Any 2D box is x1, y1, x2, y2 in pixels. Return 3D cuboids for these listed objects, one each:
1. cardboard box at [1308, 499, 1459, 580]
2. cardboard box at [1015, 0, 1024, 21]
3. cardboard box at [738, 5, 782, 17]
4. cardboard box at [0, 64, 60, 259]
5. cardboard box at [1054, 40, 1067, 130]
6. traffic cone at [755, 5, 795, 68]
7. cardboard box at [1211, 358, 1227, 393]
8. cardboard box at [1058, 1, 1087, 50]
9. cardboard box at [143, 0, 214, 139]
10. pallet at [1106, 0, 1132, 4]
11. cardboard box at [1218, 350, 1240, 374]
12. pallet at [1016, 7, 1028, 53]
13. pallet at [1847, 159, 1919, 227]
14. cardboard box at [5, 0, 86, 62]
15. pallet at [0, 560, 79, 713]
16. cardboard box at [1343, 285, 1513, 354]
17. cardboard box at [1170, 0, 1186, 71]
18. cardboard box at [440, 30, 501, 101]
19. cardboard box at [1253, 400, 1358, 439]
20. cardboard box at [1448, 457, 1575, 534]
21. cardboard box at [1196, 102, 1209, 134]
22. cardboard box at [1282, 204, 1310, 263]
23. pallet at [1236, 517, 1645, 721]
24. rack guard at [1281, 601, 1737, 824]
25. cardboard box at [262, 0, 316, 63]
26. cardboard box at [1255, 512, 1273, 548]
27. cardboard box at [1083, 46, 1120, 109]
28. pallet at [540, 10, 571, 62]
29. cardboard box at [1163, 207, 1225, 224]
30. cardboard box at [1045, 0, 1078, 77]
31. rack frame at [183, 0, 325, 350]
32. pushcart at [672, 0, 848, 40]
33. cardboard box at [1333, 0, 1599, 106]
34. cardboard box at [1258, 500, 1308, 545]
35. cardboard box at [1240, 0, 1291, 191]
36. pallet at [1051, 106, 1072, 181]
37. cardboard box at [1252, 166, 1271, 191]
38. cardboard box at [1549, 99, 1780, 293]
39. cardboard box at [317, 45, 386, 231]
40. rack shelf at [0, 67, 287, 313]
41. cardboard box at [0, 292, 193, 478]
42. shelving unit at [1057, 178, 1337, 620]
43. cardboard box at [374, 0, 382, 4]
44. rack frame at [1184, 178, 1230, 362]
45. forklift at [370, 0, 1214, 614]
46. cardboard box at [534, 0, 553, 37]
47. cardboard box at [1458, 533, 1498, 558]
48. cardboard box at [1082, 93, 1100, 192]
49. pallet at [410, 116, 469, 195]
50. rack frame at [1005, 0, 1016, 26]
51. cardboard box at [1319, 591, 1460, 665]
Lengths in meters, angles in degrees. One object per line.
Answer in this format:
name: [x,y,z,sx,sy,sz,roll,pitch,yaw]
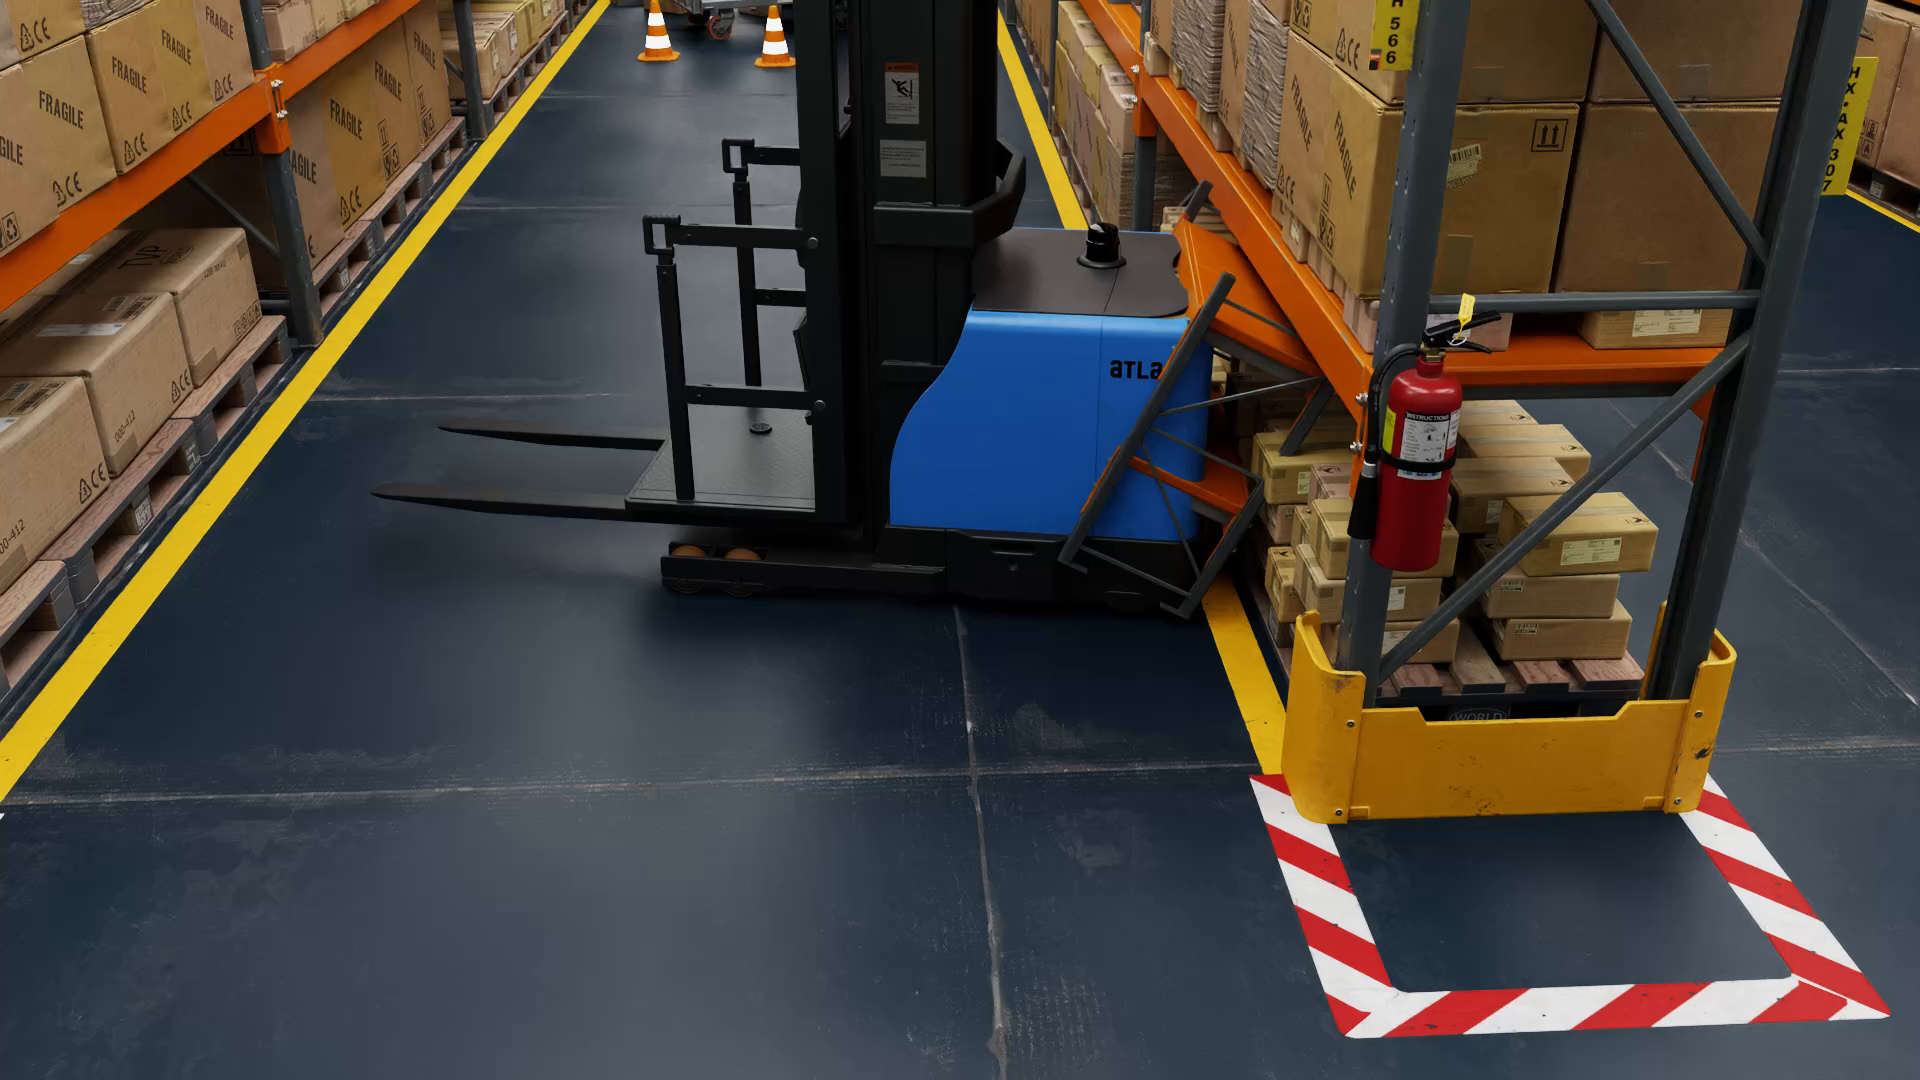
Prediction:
cardboard box: [1.269,-0.007,5.005,0.380,0.149,0.250,-1,28,-2]
cardboard box: [1.045,-5.028,14.626,1.050,0.750,0.750,-2,28,-3]
cardboard box: [-1.914,-5.174,15.883,0.258,0.266,0.396,-23,35,-37]
cardboard box: [-3.189,-1.157,5.117,0.500,0.500,0.500,-2,28,-3]
cardboard box: [0.914,-3.022,11.049,0.500,0.500,0.500,-3,28,-5]
traffic cone: [-1.538,-4.185,13.773,0.336,0.463,0.334,-1,28,-3]
cardboard box: [1.131,-0.597,6.459,0.380,0.149,0.250,-1,28,-2]
cardboard box: [0.926,-3.363,10.892,0.500,0.250,0.500,-3,28,-5]
cardboard box: [-3.285,-1.862,6.469,0.500,0.500,0.500,-2,28,-4]
pallet: [1.276,-3.279,9.500,1.003,0.211,1.213,-1,28,-3]
cardboard box: [1.208,-0.729,6.390,0.380,0.149,0.250,-1,28,-2]
pallet: [1.039,-4.533,14.713,1.003,0.211,1.213,-1,28,-3]
pallet: [6.117,-2.186,10.212,1.003,0.211,1.213,-1,28,-3]
cardboard box: [-3.224,-1.839,5.342,0.500,0.500,0.500,-1,28,-2]
pallet: [-3.508,0.453,5.154,1.003,0.211,1.213,-1,28,-3]
cardboard box: [1.250,-0.615,4.457,0.380,0.149,0.250,-1,28,-3]
cardboard box: [1.148,-2.143,6.685,0.500,0.500,0.500,-1,28,-3]
cardboard box: [-3.826,-3.393,11.899,0.950,0.372,0.625,-3,28,-6]
cardboard box: [1.223,-0.362,5.685,0.380,0.149,0.250,-2,28,-5]
cardboard box: [1.727,-0.143,5.266,0.380,0.149,0.250,-1,28,-2]
cardboard box: [1.139,-1.696,6.531,0.380,0.149,0.250,-1,28,-2]
cardboard box: [1.210,-0.963,5.125,0.380,0.149,0.250,-1,28,-1]
pallet: [1.539,0.243,5.556,1.003,0.211,1.213,-1,28,-3]
rack guard: [1.546,0.491,4.768,1.175,0.500,0.348,-1,28,-3]
cardboard box: [-3.357,-2.407,7.783,0.500,0.250,0.500,-2,28,-4]
cardboard box: [1.246,-0.097,5.821,0.380,0.149,0.250,-1,28,-2]
cardboard box: [0.994,-2.659,9.543,0.500,0.250,0.500,-3,28,-5]
pallet: [-3.973,-4.362,14.385,1.003,0.211,1.213,-1,28,-3]
cardboard box: [1.152,-1.451,7.775,0.380,0.149,0.250,0,28,-1]
cardboard box: [1.190,-3.749,12.173,1.050,0.750,0.750,-2,28,-3]
rack frame: [-3.597,-2.263,7.346,1.000,3.000,0.127,-1,28,-3]
pushcart: [-1.741,-4.873,15.186,1.648,0.377,0.936,-11,30,-20]
cardboard box: [1.277,-1.407,4.194,0.500,0.500,0.500,-2,28,-4]
cardboard box: [1.208,-0.113,5.531,0.380,0.149,0.250,-2,28,-5]
cardboard box: [1.211,-1.432,5.322,0.500,0.500,0.500,-1,28,-2]
pallet: [1.171,-2.680,11.159,1.003,0.211,1.213,-1,28,-3]
cardboard box: [1.241,-1.334,5.836,0.380,0.149,0.250,-1,28,-2]
cardboard box: [1.802,-0.973,4.441,0.500,0.500,0.500,0,28,0]
cardboard box: [-3.764,-2.209,9.085,0.875,0.875,0.875,-1,28,-1]
rack shelf: [-3.493,-1.021,5.742,1.077,0.370,4.000,-1,28,-3]
cardboard box: [-3.624,-0.608,6.488,0.875,0.438,0.875,-2,28,-4]
shelving unit: [0.826,-0.516,5.824,0.538,1.125,1.048,24,27,-9]
cardboard box: [-3.413,-3.114,9.138,0.500,0.250,0.500,-2,28,-3]
rack frame: [0.859,-0.754,6.272,0.500,1.125,0.032,24,27,-9]
forklift: [-0.622,-1.337,5.644,3.031,2.935,1.130,3,28,7]
cardboard box: [-3.944,-4.405,13.840,0.950,0.372,0.625,0,28,1]
cardboard box: [1.821,-0.012,5.337,0.380,0.149,0.250,-2,28,-3]
cardboard box: [1.002,-2.317,9.698,0.500,0.500,0.500,-2,28,-4]
pallet: [-3.840,-2.508,10.831,1.003,0.211,1.213,-1,28,-3]
rack frame: [0.923,-6.124,14.748,1.000,3.000,0.127,-1,28,-3]
cardboard box: [1.314,0.257,5.142,0.380,0.149,0.250,-1,28,-2]
